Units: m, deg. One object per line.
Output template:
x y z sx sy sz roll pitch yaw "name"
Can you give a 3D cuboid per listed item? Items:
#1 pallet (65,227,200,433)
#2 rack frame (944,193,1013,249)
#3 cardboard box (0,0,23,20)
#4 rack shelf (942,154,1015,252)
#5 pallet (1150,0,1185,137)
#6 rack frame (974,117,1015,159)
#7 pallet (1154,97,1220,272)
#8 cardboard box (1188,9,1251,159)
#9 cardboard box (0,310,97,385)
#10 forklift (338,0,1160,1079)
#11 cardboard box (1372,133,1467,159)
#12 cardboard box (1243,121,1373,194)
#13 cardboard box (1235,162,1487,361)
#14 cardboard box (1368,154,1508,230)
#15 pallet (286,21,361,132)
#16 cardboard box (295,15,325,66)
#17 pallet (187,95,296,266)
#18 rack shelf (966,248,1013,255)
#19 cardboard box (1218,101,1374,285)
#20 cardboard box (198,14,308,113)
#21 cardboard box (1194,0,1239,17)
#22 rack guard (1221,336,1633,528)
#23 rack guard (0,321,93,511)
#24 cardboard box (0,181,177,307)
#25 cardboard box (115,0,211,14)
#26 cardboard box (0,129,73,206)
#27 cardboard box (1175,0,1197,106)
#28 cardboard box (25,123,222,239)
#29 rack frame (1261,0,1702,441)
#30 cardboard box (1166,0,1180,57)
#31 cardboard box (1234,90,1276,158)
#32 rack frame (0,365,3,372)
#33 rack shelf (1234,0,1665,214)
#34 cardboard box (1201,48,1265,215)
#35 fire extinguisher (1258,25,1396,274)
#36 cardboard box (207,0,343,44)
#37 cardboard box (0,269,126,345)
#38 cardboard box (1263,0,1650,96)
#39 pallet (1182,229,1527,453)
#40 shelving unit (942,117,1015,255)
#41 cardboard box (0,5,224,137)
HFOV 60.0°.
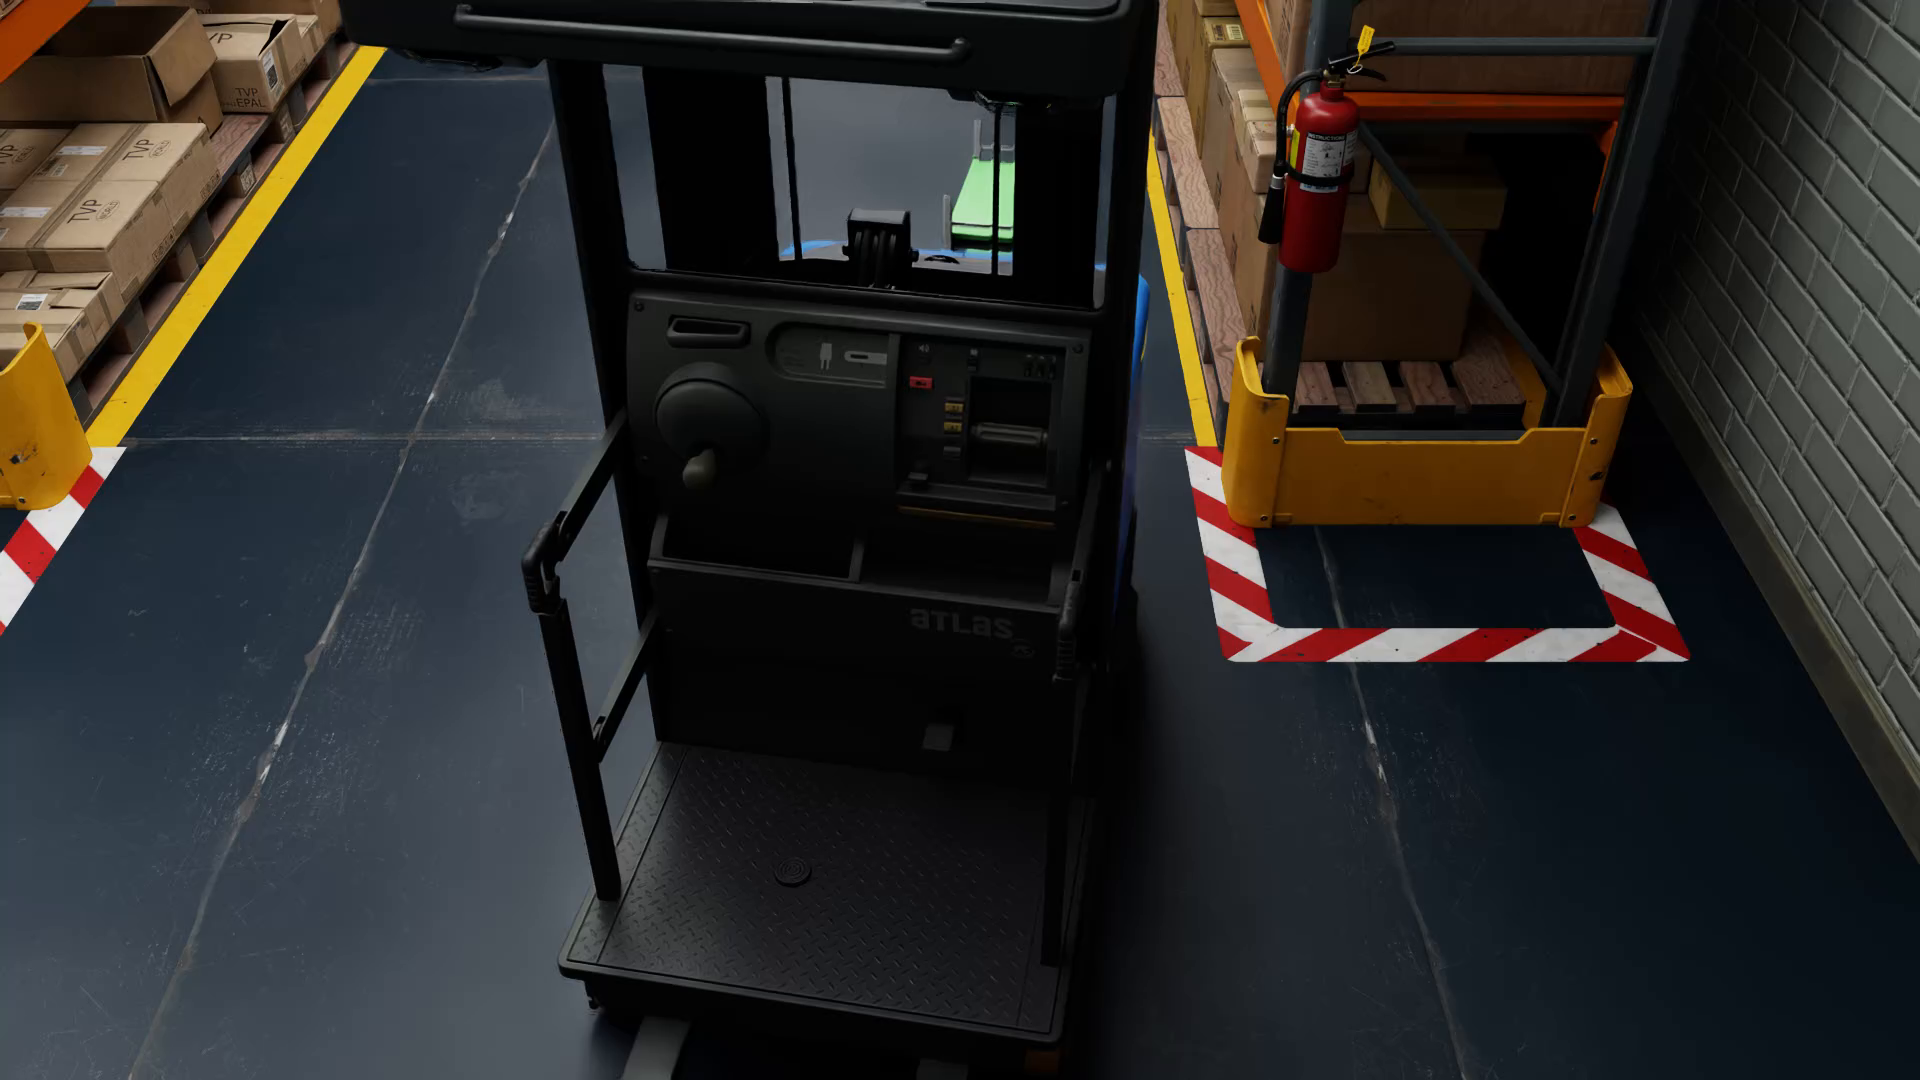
-3.505 -0.784 6.060 1.003 0.211 1.213 0 39 0 "pallet"
0.075 -0.454 4.857 0.240 1.200 0.015 6 39 8 "rack frame"
-3.245 -1.966 5.224 0.500 0.500 0.500 0 39 0 "cardboard box"
0.119 -0.929 4.784 0.258 0.148 0.480 6 39 8 "rack shelf"
1.369 -2.270 7.914 1.003 0.211 1.213 0 39 0 "pallet"
0.162 -0.754 5.232 0.240 1.200 0.015 6 39 8 "rack frame"
1.373 -1.505 6.959 1.003 0.211 1.213 0 39 0 "pallet"
1.340 -1.919 6.909 0.700 0.500 0.500 1 39 1 "cardboard box"
-3.159 -0.648 5.587 0.380 0.149 0.250 0 39 0 "cardboard box"
-0.247 -0.190 3.143 1.130 2.935 3.031 6 39 8 "forklift"
1.549 -1.450 5.805 0.380 0.149 0.250 0 39 0 "cardboard box"
1.168 -1.292 5.607 0.380 0.149 0.250 0 39 -1 "cardboard box"
1.350 -0.958 5.710 0.700 0.500 0.500 0 39 0 "cardboard box"
1.550 -1.133 5.410 0.380 0.149 0.250 0 39 0 "cardboard box"
-3.507 -2.310 7.964 1.003 0.211 1.213 0 39 0 "pallet"
-3.162 -2.296 7.645 0.380 0.149 0.250 0 39 0 "cardboard box"
-3.503 -1.545 7.010 1.003 0.211 1.213 0 39 0 "pallet"
0.119 -0.741 4.934 0.258 0.148 0.480 6 39 8 "rack shelf"
1.350 -1.271 6.101 0.700 0.500 0.500 0 39 0 "cardboard box"
-3.222 -2.125 7.301 0.500 0.311 0.500 0 39 0 "cardboard box"
1.163 -2.267 6.824 0.380 0.149 0.250 -1 39 -1 "cardboard box"
1.451 -0.342 5.277 1.175 0.500 0.348 0 39 0 "rack guard"
-3.503 -0.398 5.347 1.175 0.500 0.348 0 39 0 "rack guard"
-3.220 -1.078 6.043 0.500 0.250 0.500 0 39 0 "cardboard box"
-3.723 -2.688 8.003 0.500 0.311 0.500 0 39 0 "cardboard box"
-3.721 -1.359 6.394 0.500 0.250 0.500 0 39 0 "cardboard box"
1.342 -2.240 7.310 0.700 0.500 0.500 0 39 -1 "cardboard box"
-3.221 -1.391 6.434 0.500 0.250 0.500 0 39 0 "cardboard box"
1.451 -1.332 4.514 1.000 3.000 0.127 0 39 0 "rack frame"
1.345 -2.554 7.702 0.700 0.500 0.500 0 39 1 "cardboard box"
1.167 -1.451 5.807 0.380 0.149 0.250 1 39 1 "cardboard box"
-3.503 -1.326 4.506 1.000 3.000 0.127 0 39 0 "rack frame"
1.449 -2.302 6.299 1.077 0.370 4.000 0 39 0 "rack shelf"
1.348 -1.586 6.493 0.700 0.500 0.500 -1 39 -2 "cardboard box"
0.990 -1.062 4.536 0.296 0.674 0.183 0 39 0 "fire extinguisher"
-3.223 -2.668 7.828 0.500 0.500 0.500 0 39 0 "cardboard box"
-3.160 -0.811 5.777 0.380 0.166 0.250 0 39 0 "cardboard box"
1.440 -1.768 4.818 0.980 0.700 0.700 2 39 2 "cardboard box"
1.372 -0.744 6.010 1.003 0.211 1.213 0 39 0 "pallet"
0.119 -0.604 5.044 0.258 1.200 0.503 6 39 8 "shelving unit"
-3.500 -1.850 6.805 0.797 0.503 0.637 0 39 0 "cardboard box"
